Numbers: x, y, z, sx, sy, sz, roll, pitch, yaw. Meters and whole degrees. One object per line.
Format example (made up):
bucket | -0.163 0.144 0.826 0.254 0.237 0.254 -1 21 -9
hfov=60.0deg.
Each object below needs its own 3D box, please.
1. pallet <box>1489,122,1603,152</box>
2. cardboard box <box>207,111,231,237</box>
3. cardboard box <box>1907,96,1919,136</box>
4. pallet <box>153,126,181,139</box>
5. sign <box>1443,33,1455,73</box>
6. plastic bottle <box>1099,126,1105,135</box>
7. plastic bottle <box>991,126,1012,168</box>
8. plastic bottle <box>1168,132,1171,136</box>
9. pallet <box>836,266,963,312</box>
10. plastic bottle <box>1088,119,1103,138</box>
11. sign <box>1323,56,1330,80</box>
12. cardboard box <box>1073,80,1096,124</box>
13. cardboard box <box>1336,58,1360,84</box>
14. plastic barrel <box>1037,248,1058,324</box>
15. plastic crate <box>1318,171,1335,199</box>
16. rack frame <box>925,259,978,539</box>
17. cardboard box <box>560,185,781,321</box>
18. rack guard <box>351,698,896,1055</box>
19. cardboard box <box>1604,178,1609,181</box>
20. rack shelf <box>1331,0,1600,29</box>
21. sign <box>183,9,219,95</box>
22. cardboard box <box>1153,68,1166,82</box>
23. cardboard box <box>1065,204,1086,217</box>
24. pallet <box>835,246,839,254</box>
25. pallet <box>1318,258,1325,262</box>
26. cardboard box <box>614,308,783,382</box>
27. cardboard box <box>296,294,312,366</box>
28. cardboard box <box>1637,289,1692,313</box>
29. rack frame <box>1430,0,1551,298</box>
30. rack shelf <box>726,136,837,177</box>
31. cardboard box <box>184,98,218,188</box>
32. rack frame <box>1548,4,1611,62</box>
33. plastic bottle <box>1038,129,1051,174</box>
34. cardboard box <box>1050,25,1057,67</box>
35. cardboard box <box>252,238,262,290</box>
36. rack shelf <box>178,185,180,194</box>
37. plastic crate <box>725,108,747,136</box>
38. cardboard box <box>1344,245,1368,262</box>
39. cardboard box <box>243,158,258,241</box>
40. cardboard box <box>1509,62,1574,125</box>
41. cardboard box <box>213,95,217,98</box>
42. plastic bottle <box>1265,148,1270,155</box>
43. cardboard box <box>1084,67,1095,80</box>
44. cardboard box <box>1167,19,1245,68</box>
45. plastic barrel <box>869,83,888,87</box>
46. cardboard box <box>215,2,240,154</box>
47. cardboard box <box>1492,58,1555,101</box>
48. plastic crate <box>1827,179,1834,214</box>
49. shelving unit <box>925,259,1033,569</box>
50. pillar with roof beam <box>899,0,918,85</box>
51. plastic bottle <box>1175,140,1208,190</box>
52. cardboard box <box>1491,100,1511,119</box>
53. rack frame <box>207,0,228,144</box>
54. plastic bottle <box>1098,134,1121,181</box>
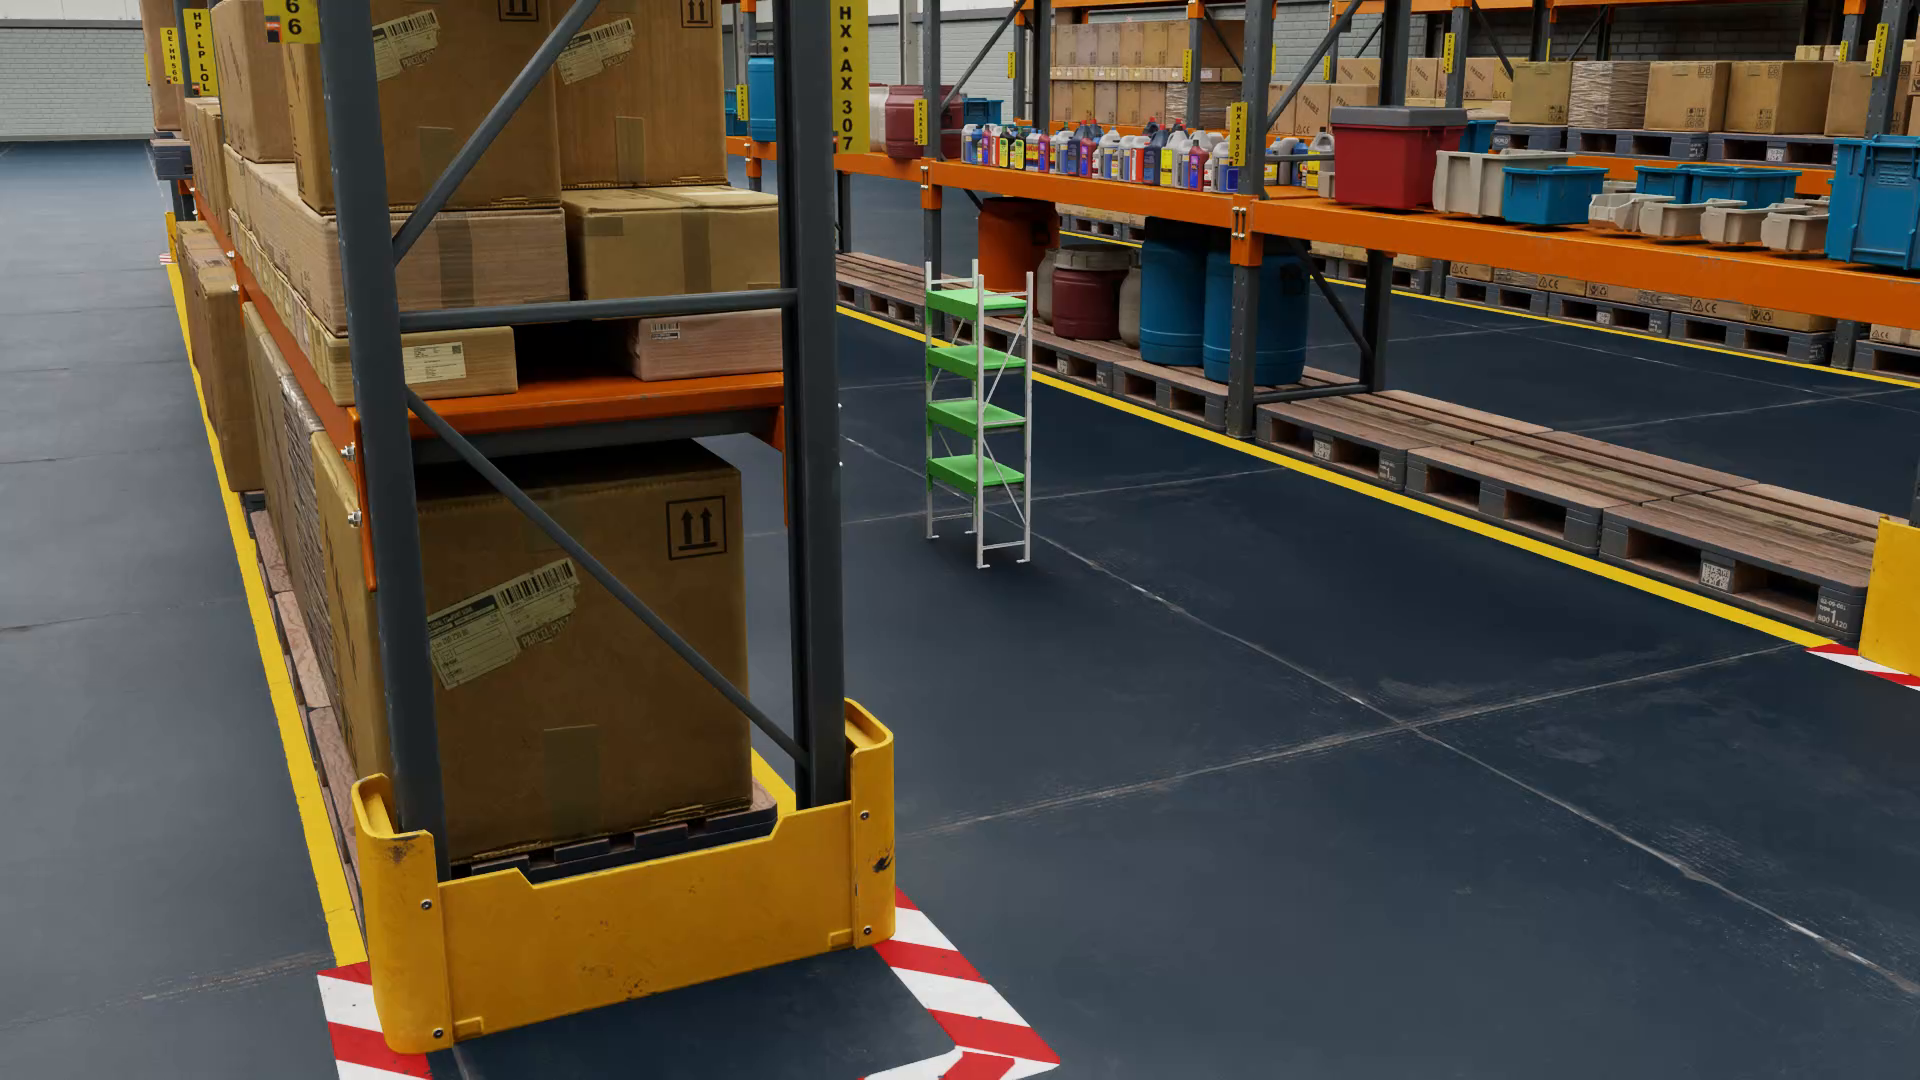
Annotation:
pallet | 5.018 -3.403 14.017 1.213 0.211 1.003 -8 18 -25
cardboard box | -2.946 -1.597 7.198 0.500 0.500 0.500 -8 18 -25
cardboard box | 6.389 -2.551 10.522 0.500 0.500 0.500 -7 17 -23
pallet | -5.797 -3.151 13.140 1.003 0.211 1.213 -8 18 -25
sign | 4.161 -4.143 14.151 0.100 0.325 0.005 -8 18 -25
plastic bottle | 0.985 -2.810 11.837 0.097 0.271 0.097 0 16 0
plastic bottle | 0.306 -2.736 11.572 0.152 0.276 0.135 -8 18 -25
plastic bottle | 1.348 -2.514 10.806 0.097 0.271 0.097 0 16 0
pallet | -0.631 -2.215 14.587 1.003 0.211 1.213 -8 18 -25
plastic bottle | 0.855 -2.554 10.803 0.144 0.351 0.185 -8 18 -25
sign | 5.117 -6.588 23.201 0.100 0.325 0.005 -8 18 -25
cardboard box | 1.793 -5.315 20.154 0.700 0.500 0.500 -8 18 -25
cardboard box | 5.544 -6.381 22.924 0.500 0.500 0.500 -8 18 -25
plastic barrel | 0.761 -1.814 11.884 0.421 0.512 0.421 0 16 0
plastic crate | 2.032 -1.834 8.574 0.396 0.136 0.243 -8 18 -25
rack frame | -0.034 -0.596 7.153 0.240 1.200 0.015 -8 18 -25
cardboard box | -0.711 -0.697 3.974 0.500 0.250 0.500 -8 18 -26
rack guard | -0.733 0.733 3.790 1.175 0.500 0.348 -8 18 -25
cardboard box | 7.695 -4.075 19.747 0.700 0.500 0.500 -7 17 -23
rack shelf | 6.481 -6.838 21.506 1.077 0.370 4.000 -8 18 -25
sign | -2.980 -1.917 6.537 0.100 0.325 0.005 -8 18 -25
cardboard box | 2.371 -5.174 18.484 0.380 0.149 0.250 -8 18 -27
cardboard box | 1.630 -4.111 20.361 0.500 0.250 0.500 -8 18 -25
pallet | -1.805 -2.880 16.903 1.003 0.211 1.213 -8 18 -25
pallet | 3.264 -3.128 17.768 1.003 0.211 1.213 -8 18 -25
cardboard box | -0.603 -0.482 3.947 0.380 0.149 0.250 -7 18 -24
cardboard box | -1.421 -0.529 4.112 0.380 0.149 0.250 -8 18 -25
cardboard box | 5.509 -2.008 12.545 0.500 0.500 0.500 -7 18 -24
rack frame | 4.658 -3.654 14.547 1.000 3.000 0.127 -8 18 -25
rack shelf | -2.425 -4.199 17.748 1.077 0.370 4.000 -8 18 -25
cardboard box | -4.280 -2.353 9.830 0.500 0.500 0.500 -7 17 -23
rack frame | 7.357 -5.246 20.092 1.000 3.000 0.127 -8 18 -25
plastic bottle | 0.568 -2.562 10.953 0.061 0.283 0.133 -8 18 -25
cardboard box | 1.370 -6.179 20.812 0.700 0.500 0.500 -8 18 -25
cardboard box | -2.097 -0.911 5.442 0.380 0.149 0.250 -7 18 -24
rack shelf | -6.877 -3.600 15.662 1.077 0.370 4.000 -8 18 -25
plastic crate | -2.277 -4.219 16.783 0.499 0.251 0.616 -8 18 -25
cardboard box | 3.980 -2.763 15.664 0.500 0.250 0.500 -8 18 -26
cardboard box | -2.080 -1.137 5.509 0.500 0.250 0.500 -7 18 -24
cardboard box | 5.036 -3.762 13.979 0.500 0.500 0.700 15 22 42
cardboard box | -4.521 -2.837 10.757 0.500 0.500 0.500 -10 19 -32
plastic bottle | 1.867 -2.277 10.108 0.097 0.201 0.097 0 16 0
cardboard box | 1.698 -5.555 19.814 0.380 0.149 0.250 -8 18 -26
cardboard box | 2.706 -5.427 18.191 0.700 0.500 0.500 -8 18 -25
plastic barrel | -0.815 -3.561 13.975 0.433 0.535 0.433 0 16 0
cardboard box | -2.307 -1.625 5.848 0.500 0.500 0.500 -8 18 -25
cardboard box | 6.872 -5.624 20.285 0.500 0.500 0.500 -8 18 -25
plastic crate | 3.608 -1.286 6.487 0.416 0.233 0.300 -8 18 -25
shelving unit | 0.073 -0.536 6.942 0.258 1.200 0.503 -8 18 -25
pillar with roof beam | -5.066 -12.995 36.221 9.100 9.000 0.400 -8 18 -25
plastic bottle | 1.333 -2.154 9.545 0.152 0.276 0.135 -8 18 -25
cardboard box | 6.877 -5.264 20.392 0.500 0.250 0.500 -8 18 -25
rack frame | -2.496 -1.466 6.922 1.000 3.000 0.127 -8 18 -25
plastic bottle | 0.952 -2.370 10.298 0.152 0.276 0.135 -8 18 -25
